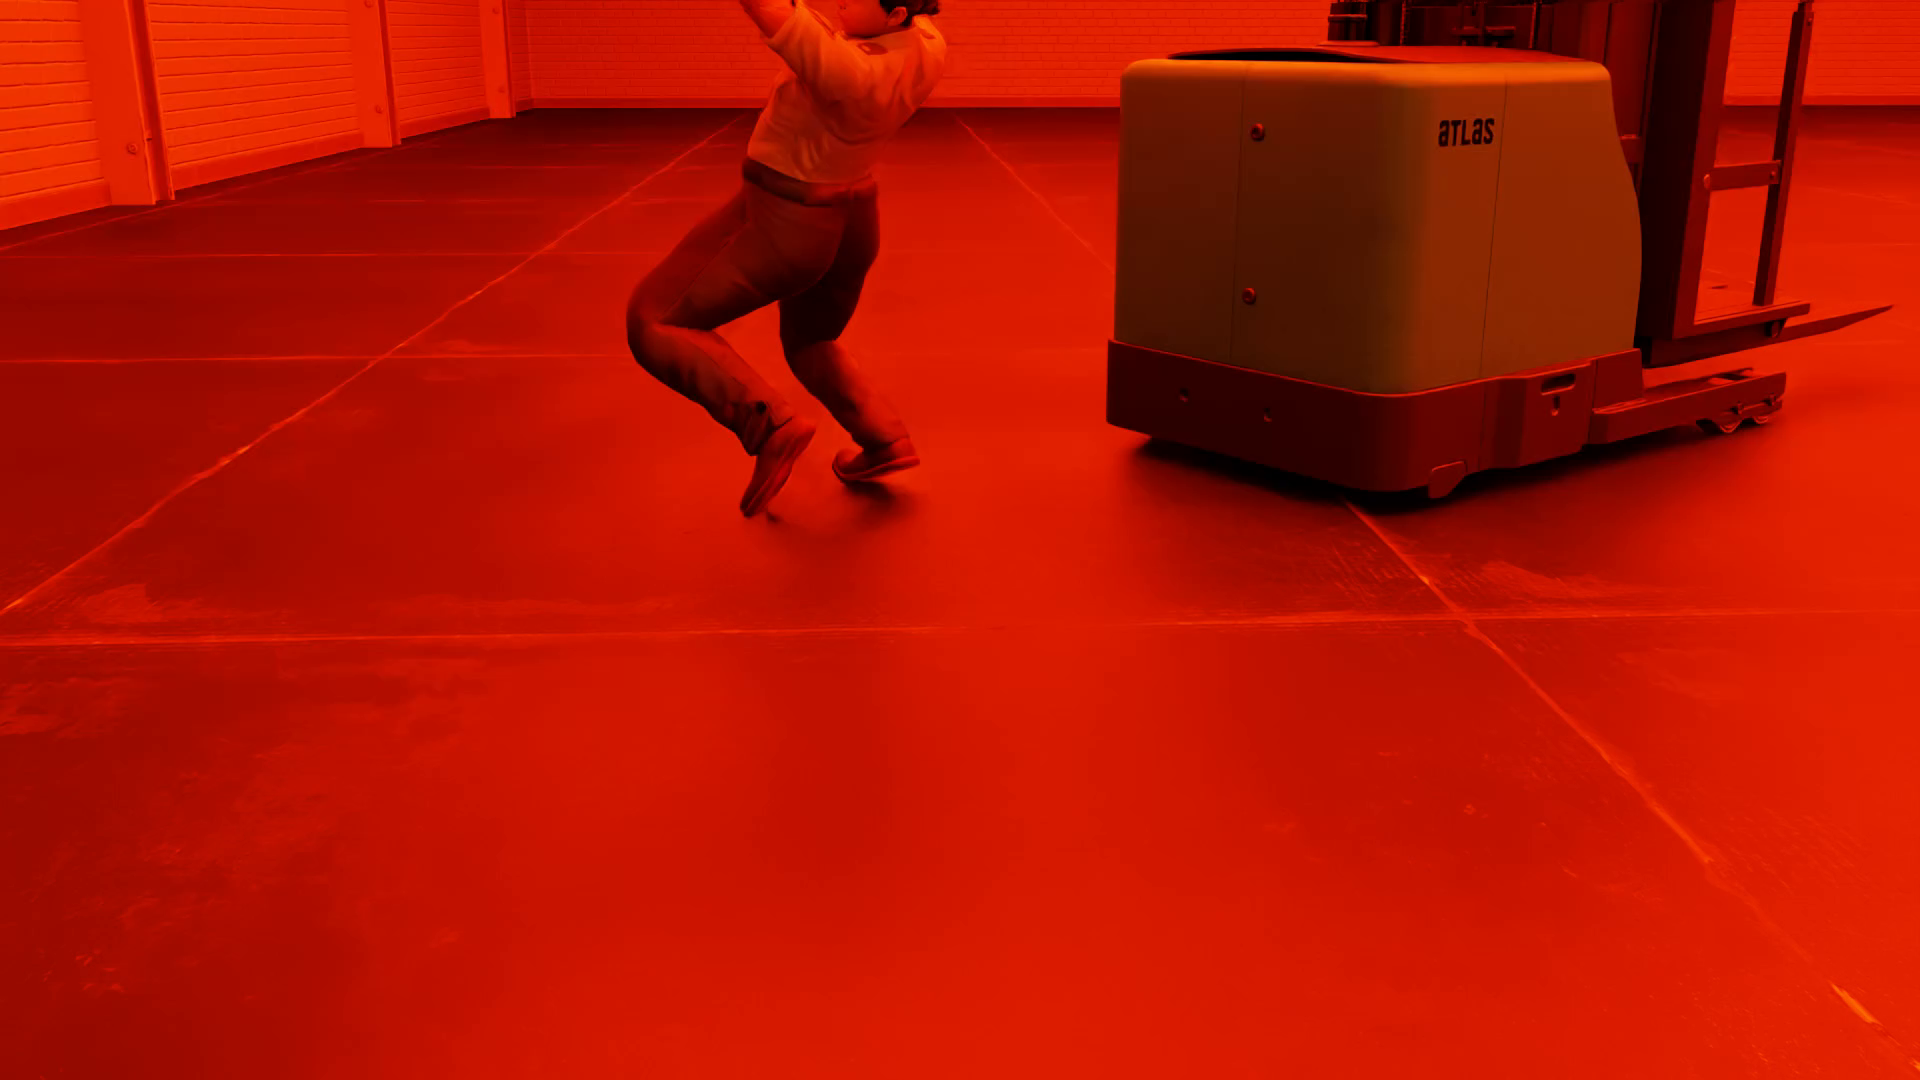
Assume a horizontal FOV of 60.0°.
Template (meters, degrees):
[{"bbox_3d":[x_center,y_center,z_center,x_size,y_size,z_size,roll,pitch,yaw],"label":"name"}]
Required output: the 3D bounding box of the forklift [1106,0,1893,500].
[{"bbox_3d":[1.898,-1.829,4.886,3.031,2.935,1.130,-13,21,-36],"label":"forklift"}]

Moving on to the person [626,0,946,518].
[{"bbox_3d":[-0.390,-0.821,4.012,0.710,1.545,0.897,10,20,30],"label":"person"}]
